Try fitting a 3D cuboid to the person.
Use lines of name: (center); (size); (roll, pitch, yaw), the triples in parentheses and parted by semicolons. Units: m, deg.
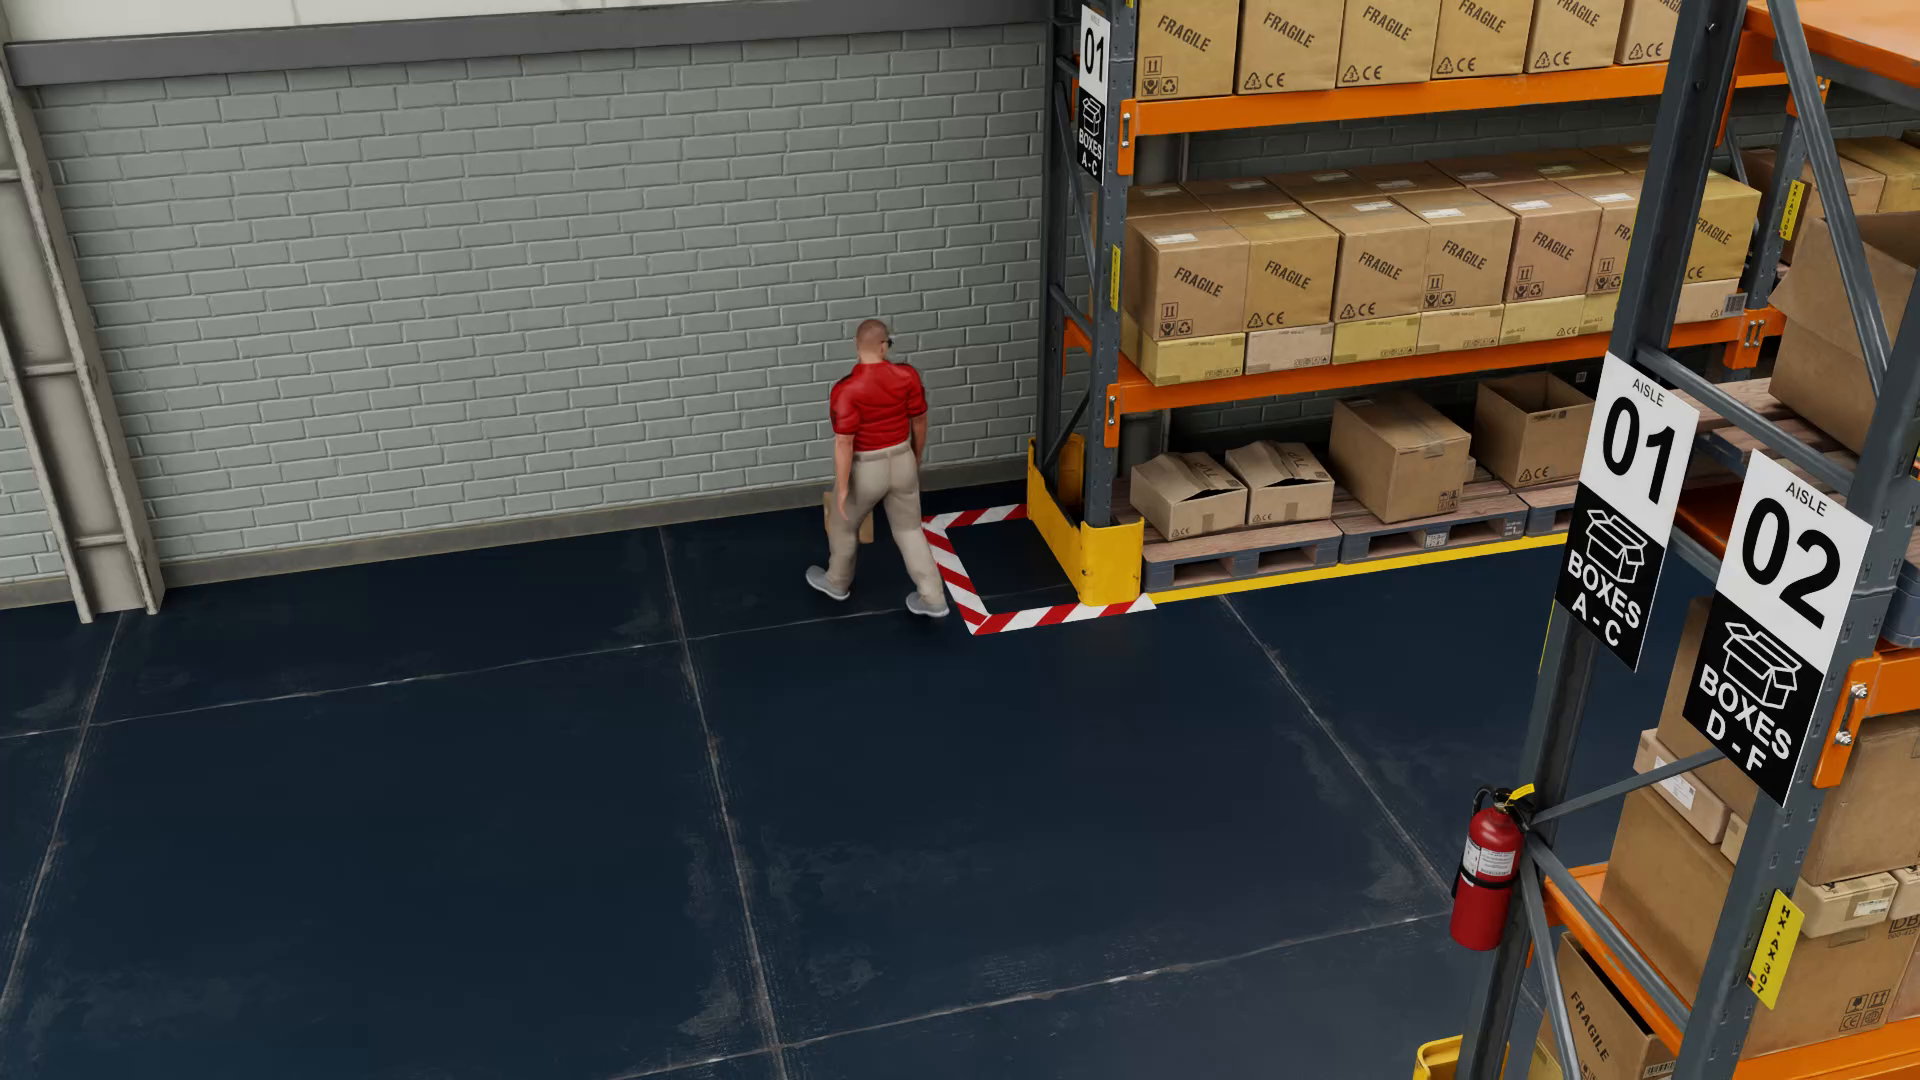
person: (-0.448, -0.379, 8.912); (0.576, 1.696, 0.886); (-16, 34, -25)
